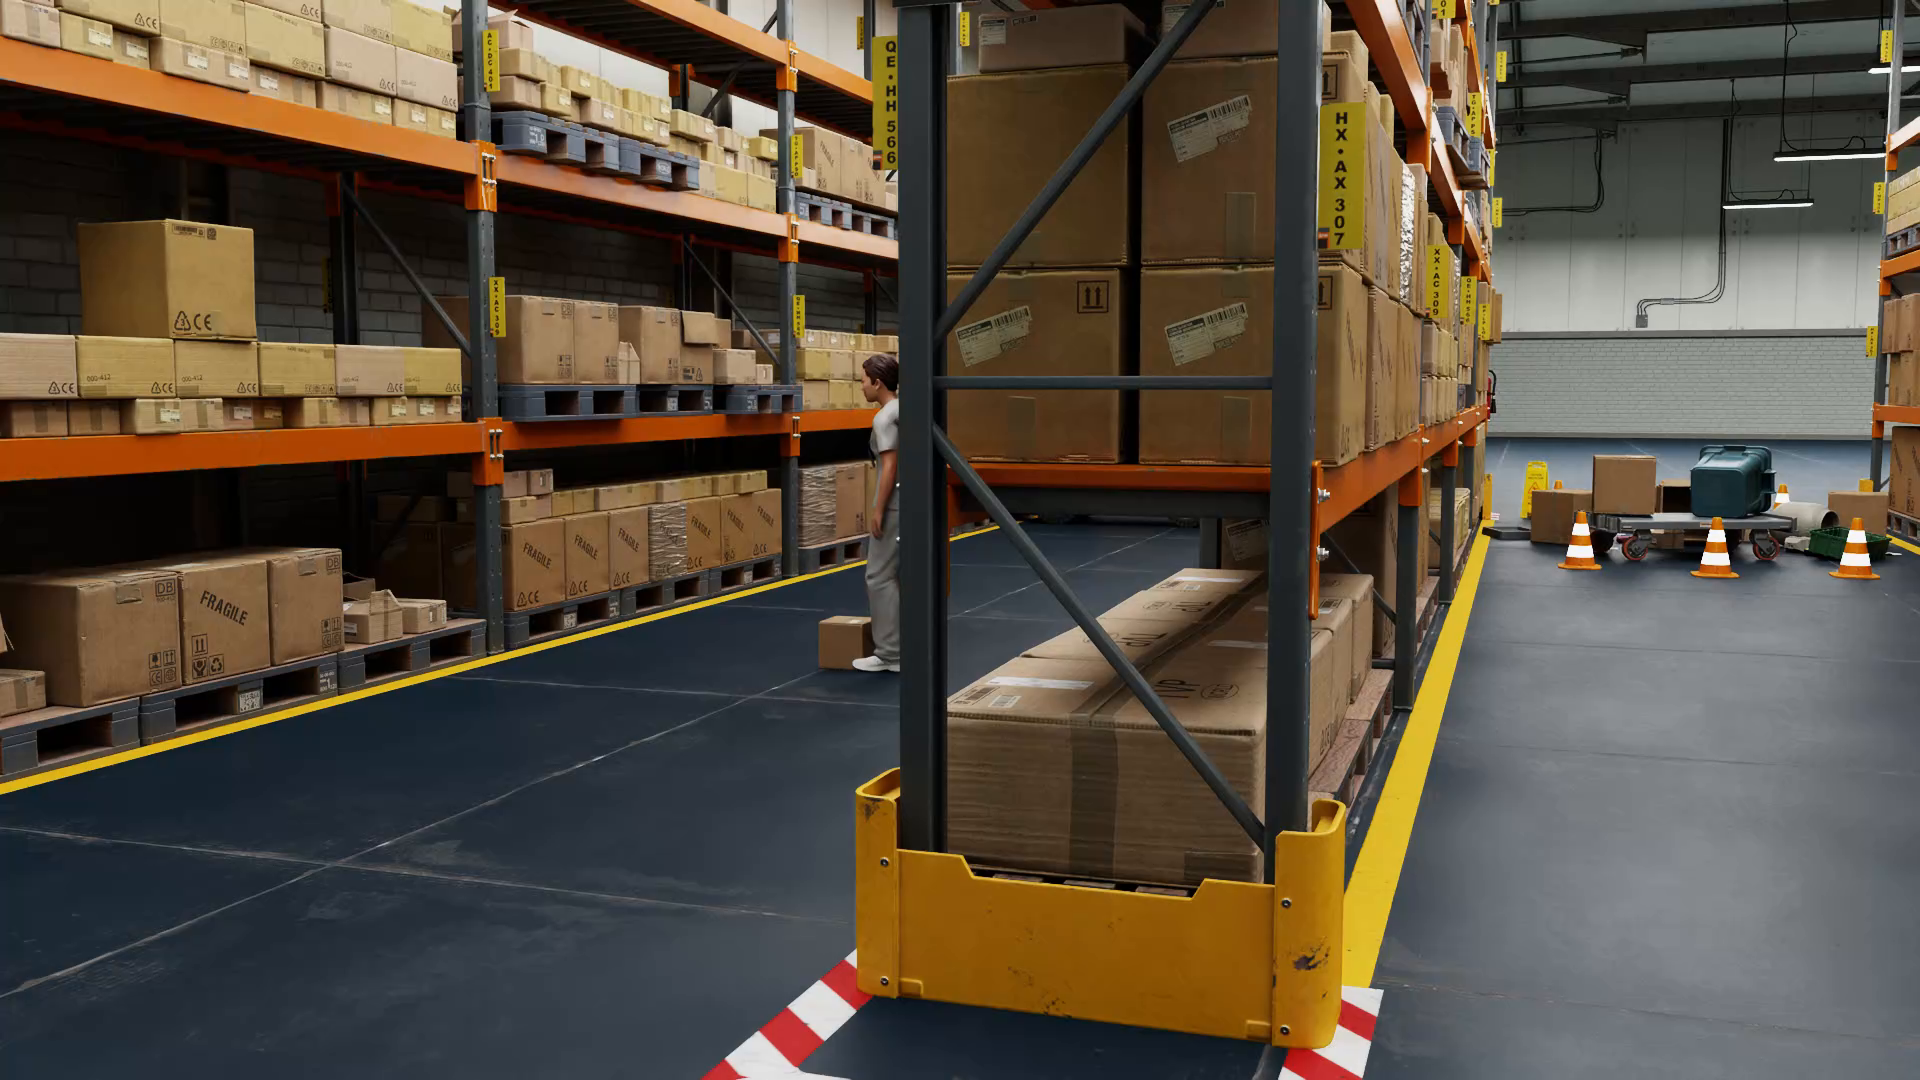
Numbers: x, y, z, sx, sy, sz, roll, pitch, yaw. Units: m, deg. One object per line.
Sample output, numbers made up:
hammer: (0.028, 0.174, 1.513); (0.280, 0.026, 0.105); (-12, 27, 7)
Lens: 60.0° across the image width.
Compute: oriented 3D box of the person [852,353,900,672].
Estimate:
person: (-0.361, -0.147, 8.808); (0.368, 1.671, 0.503); (1, 5, 16)
